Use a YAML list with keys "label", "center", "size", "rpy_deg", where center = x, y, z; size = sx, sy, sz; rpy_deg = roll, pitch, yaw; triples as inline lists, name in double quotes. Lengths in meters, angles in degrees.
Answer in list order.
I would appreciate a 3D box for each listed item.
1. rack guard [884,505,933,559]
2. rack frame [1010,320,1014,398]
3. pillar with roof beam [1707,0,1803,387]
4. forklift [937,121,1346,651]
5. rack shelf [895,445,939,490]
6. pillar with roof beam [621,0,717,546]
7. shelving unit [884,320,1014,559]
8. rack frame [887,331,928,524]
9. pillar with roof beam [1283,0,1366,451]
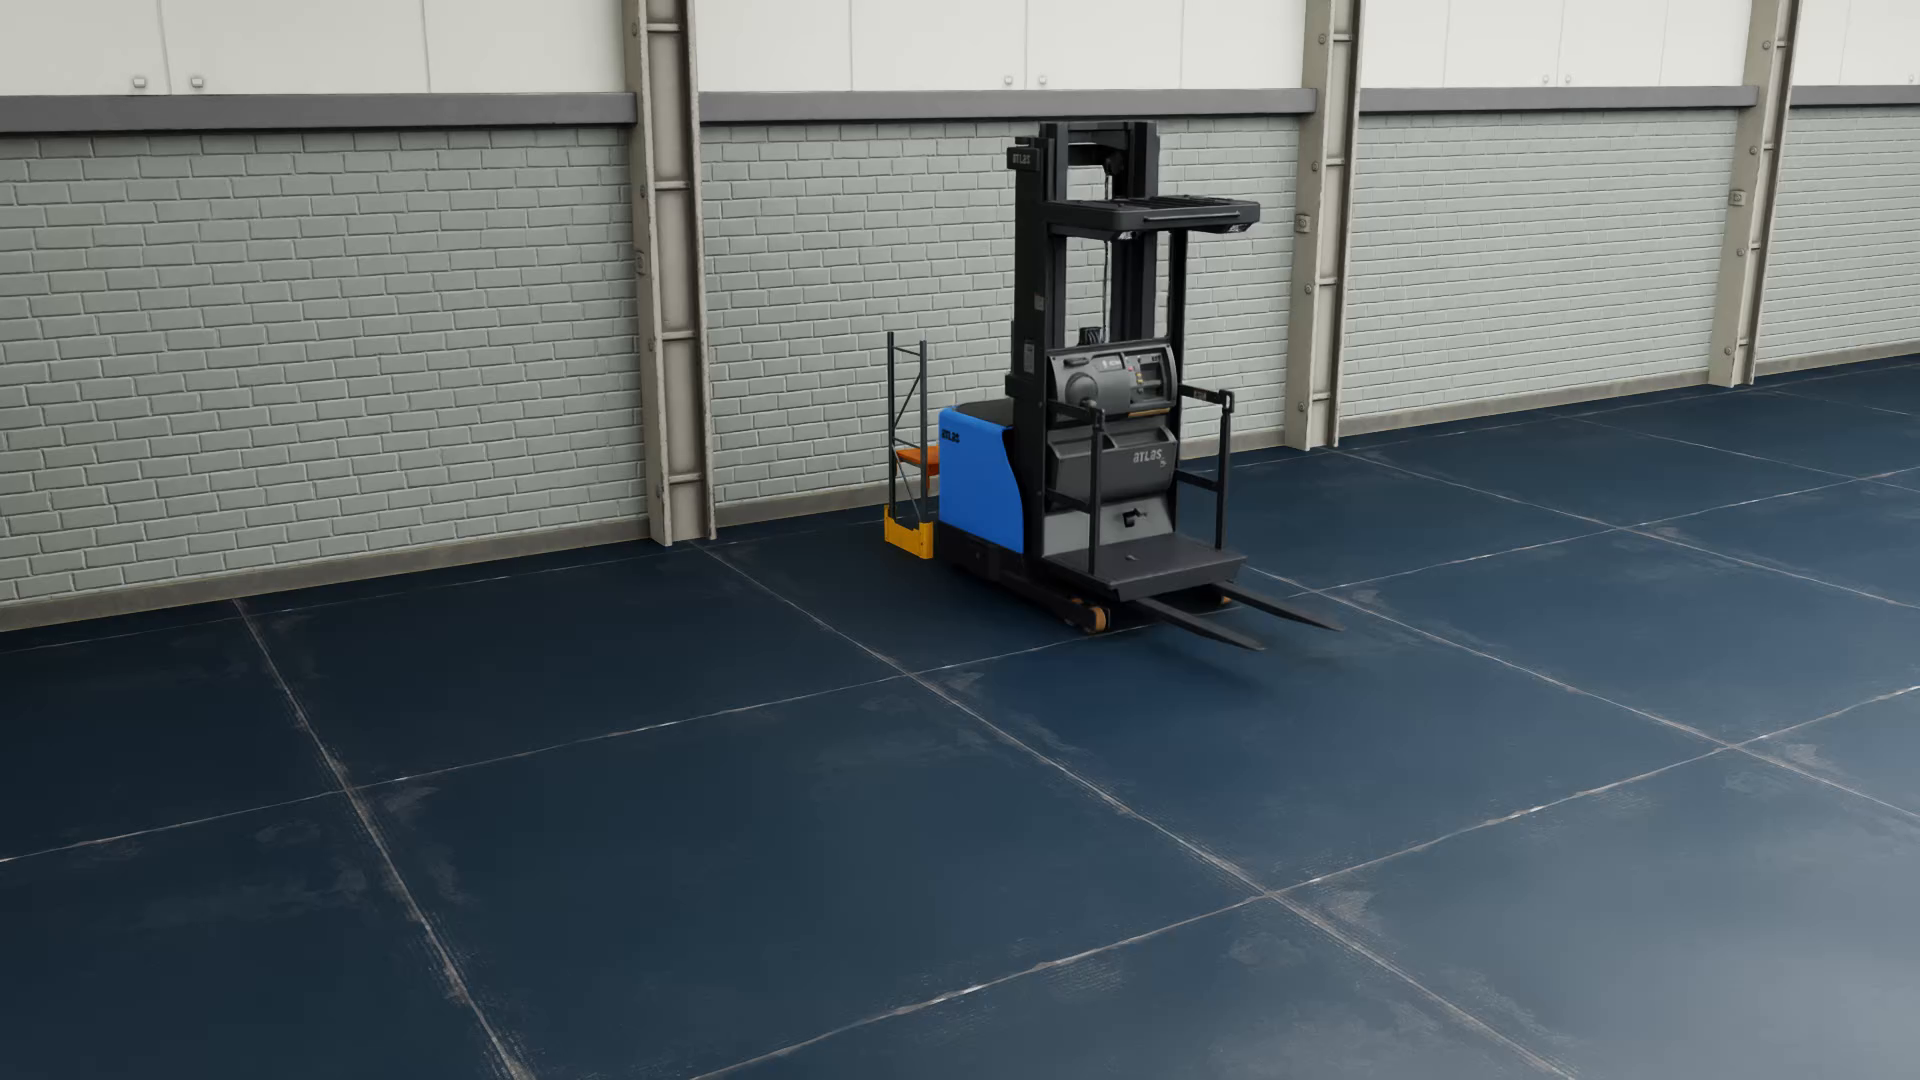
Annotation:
- label: "rack guard"
  center: [-0.362, -0.062, 11.667]
  size: [0.087, 0.250, 0.587]
  rpy_deg: [-9, 18, -30]
- label: "rack frame"
  center: [0.509, -0.805, 12.002]
  size: [0.032, 1.500, 0.500]
  rpy_deg: [-9, 18, -30]
- label: "pillar with roof beam"
  center: [10.508, -5.023, 13.157]
  size: [0.400, 9.000, 9.100]
  rpy_deg: [-9, 18, -30]
- label: "forklift"
  center: [1.063, -0.996, 10.031]
  size: [1.130, 2.935, 3.031]
  rpy_deg: [-10, 18, -31]
- label: "rack shelf"
  center: [0.073, -0.561, 11.798]
  size: [1.000, 0.185, 0.538]
  rpy_deg: [-9, 18, -30]
- label: "pillar with roof beam"
  center: [0.222, -3.355, 7.206]
  size: [0.400, 9.000, 9.100]
  rpy_deg: [-9, 18, -30]
- label: "shelving unit"
  center: [0.065, -0.733, 11.745]
  size: [1.083, 1.500, 0.587]
  rpy_deg: [-9, 18, -30]
- label: "rack frame"
  center: [-0.363, -0.663, 11.498]
  size: [0.032, 1.500, 0.500]
  rpy_deg: [-9, 18, -30]
- label: "pillar with roof beam"
  center: [5.365, -4.189, 10.181]
  size: [0.400, 9.000, 9.100]
  rpy_deg: [-9, 18, -30]
